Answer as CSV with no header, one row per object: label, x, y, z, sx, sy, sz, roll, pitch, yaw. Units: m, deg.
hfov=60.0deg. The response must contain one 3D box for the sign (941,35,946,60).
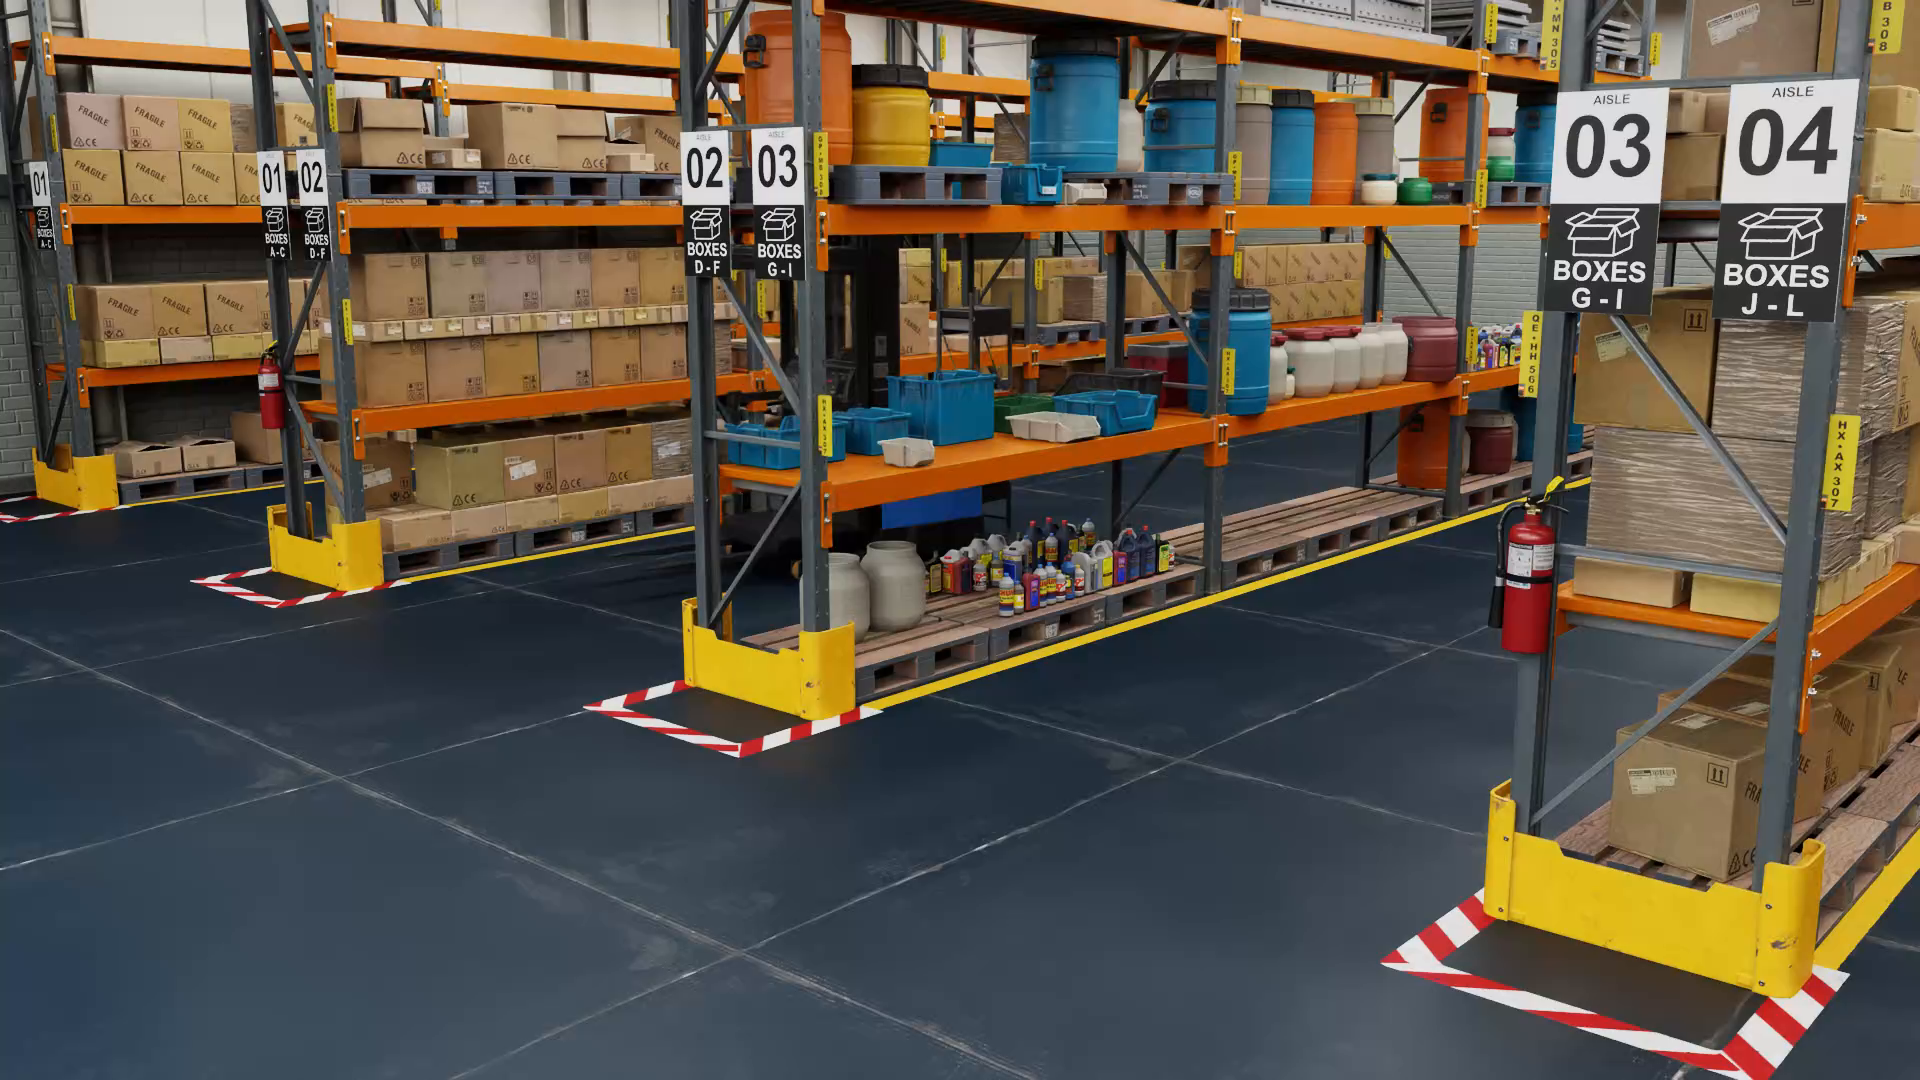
sign,-0.238,-6.966,23.527,0.100,0.325,0.005,10,15,40

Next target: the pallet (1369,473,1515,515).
pallet,4.637,-0.480,16.078,1.003,0.211,1.213,10,15,40

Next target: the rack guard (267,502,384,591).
rack guard,-4.868,0.039,12.740,1.175,0.500,0.348,10,15,40

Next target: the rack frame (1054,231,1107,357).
rack frame,1.986,-4.184,27.503,1.000,3.000,0.127,10,15,40

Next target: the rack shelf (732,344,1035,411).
rack shelf,-0.891,-1.720,17.003,1.077,0.370,4.000,10,15,40

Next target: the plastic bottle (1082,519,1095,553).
plastic bottle,0.967,-0.026,12.524,0.097,0.271,0.097,0,11,0

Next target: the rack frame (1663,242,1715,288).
rack frame,9.428,-2.904,21.090,1.000,3.000,0.127,10,15,40

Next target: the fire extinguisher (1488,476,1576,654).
fire extinguisher,2.165,0.086,6.319,0.296,0.674,0.183,10,15,40

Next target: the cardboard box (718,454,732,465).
cardboard box,-2.155,-0.735,16.181,0.500,0.250,0.500,10,15,40

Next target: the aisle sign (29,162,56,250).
aisle sign,-8.397,-3.056,15.215,0.394,0.787,0.004,10,15,40

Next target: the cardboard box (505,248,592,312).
cardboard box,-3.493,-2.177,13.883,0.700,0.500,0.500,10,15,40

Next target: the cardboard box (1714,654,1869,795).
cardboard box,3.808,0.839,7.662,0.500,0.500,0.500,-10,15,-42

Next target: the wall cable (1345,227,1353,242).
wall cable,5.988,-6.390,31.154,3.097,2.526,0.112,10,15,40

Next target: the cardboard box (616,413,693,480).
cardboard box,-2.692,-0.836,14.770,0.500,0.500,0.500,10,15,40

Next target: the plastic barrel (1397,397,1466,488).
plastic barrel,4.458,-0.942,15.740,0.600,0.830,0.708,10,15,40

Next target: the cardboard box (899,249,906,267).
cardboard box,-1.115,-3.993,23.562,0.500,0.250,0.500,10,15,42

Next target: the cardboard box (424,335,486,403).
cardboard box,-4.191,-1.384,13.229,0.700,0.500,0.500,10,15,42

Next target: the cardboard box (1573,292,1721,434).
cardboard box,2.765,-0.707,6.526,0.500,0.500,0.500,10,15,40

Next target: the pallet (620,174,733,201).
pallet,-2.755,-3.078,14.529,1.003,0.211,1.213,10,15,40

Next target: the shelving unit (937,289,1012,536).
shelving unit,0.123,-1.055,14.133,0.431,2.100,0.503,10,15,42

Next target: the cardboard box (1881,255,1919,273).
cardboard box,5.857,-1.097,9.439,1.000,1.000,1.000,10,15,41

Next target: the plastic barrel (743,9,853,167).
plastic barrel,-0.908,-2.525,9.367,0.600,0.830,0.708,10,15,40

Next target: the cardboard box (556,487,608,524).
cardboard box,-3.339,-0.319,14.096,0.500,0.250,0.500,10,15,40

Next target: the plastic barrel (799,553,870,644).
plastic barrel,-0.756,0.358,10.041,0.421,0.512,0.421,0,11,0

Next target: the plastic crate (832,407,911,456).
plastic crate,-0.595,-0.684,10.356,0.499,0.251,0.408,10,15,40

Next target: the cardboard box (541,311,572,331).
cardboard box,-3.416,-1.814,13.721,0.380,0.149,0.250,10,15,41

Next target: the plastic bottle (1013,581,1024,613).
plastic bottle,0.366,0.365,10.745,0.097,0.201,0.097,0,11,0

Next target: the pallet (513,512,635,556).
pallet,-3.573,-0.120,14.271,1.003,0.211,1.213,10,15,40

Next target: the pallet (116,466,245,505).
pallet,-7.962,-0.589,16.622,1.003,0.211,1.213,10,15,40

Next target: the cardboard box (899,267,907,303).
cardboard box,-1.099,-3.624,23.630,0.500,0.500,0.500,10,15,41

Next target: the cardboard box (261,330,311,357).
cardboard box,-7.006,-2.024,17.018,0.500,0.250,0.500,10,15,41

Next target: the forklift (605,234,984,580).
forklift,-1.277,-1.239,12.934,3.031,2.935,1.130,-9,14,-37

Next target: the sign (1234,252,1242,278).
sign,3.489,-3.453,20.883,0.100,0.325,0.005,10,15,40

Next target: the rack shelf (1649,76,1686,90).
rack shelf,8.108,-5.002,19.139,1.077,0.370,4.000,10,15,40

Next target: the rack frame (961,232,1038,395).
rack frame,0.429,-2.367,18.406,1.000,3.000,0.127,10,15,40

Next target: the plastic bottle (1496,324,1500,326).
plastic bottle,5.639,-2.128,17.507,0.061,0.283,0.133,10,15,40

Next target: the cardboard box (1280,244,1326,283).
cardboard box,4.612,-3.756,22.550,0.500,0.500,0.500,10,15,42

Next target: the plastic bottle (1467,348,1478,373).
plastic bottle,4.676,-1.688,15.319,0.152,0.276,0.135,10,15,40

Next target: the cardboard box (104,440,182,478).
cardboard box,-8.051,-0.818,16.389,0.500,0.311,0.500,8,14,34

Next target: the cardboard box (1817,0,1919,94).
cardboard box,3.770,-2.004,6.635,0.500,0.500,0.500,10,15,40

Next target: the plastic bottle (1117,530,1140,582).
plastic bottle,1.172,0.106,11.664,0.144,0.351,0.185,9,14,38

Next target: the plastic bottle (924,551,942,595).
plastic bottle,-0.187,0.220,11.261,0.061,0.283,0.133,10,15,42

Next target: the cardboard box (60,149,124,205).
cardboard box,-8.167,-3.377,15.496,0.500,0.500,0.500,10,15,42

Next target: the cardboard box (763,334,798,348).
cardboard box,-1.769,-1.866,16.239,0.396,0.266,0.258,9,15,39

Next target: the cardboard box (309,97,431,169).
cardboard box,-4.469,-3.071,12.575,0.637,0.503,0.797,-11,16,-44

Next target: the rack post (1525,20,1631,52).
rack post,6.208,-5.100,16.963,0.937,0.300,0.954,9,15,39

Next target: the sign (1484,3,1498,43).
sign,4.565,-4.440,14.290,0.100,0.325,0.005,10,15,40

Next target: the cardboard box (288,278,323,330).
cardboard box,-6.680,-2.466,17.319,0.500,0.500,0.500,9,15,39

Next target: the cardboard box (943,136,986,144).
cardboard box,0.027,-5.685,24.497,0.500,0.500,0.500,10,15,40

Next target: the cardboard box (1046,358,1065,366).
cardboard box,1.269,-2.975,26.758,0.700,0.500,0.500,10,15,40

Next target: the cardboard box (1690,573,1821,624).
cardboard box,2.954,0.203,6.178,0.380,0.149,0.250,10,15,40
